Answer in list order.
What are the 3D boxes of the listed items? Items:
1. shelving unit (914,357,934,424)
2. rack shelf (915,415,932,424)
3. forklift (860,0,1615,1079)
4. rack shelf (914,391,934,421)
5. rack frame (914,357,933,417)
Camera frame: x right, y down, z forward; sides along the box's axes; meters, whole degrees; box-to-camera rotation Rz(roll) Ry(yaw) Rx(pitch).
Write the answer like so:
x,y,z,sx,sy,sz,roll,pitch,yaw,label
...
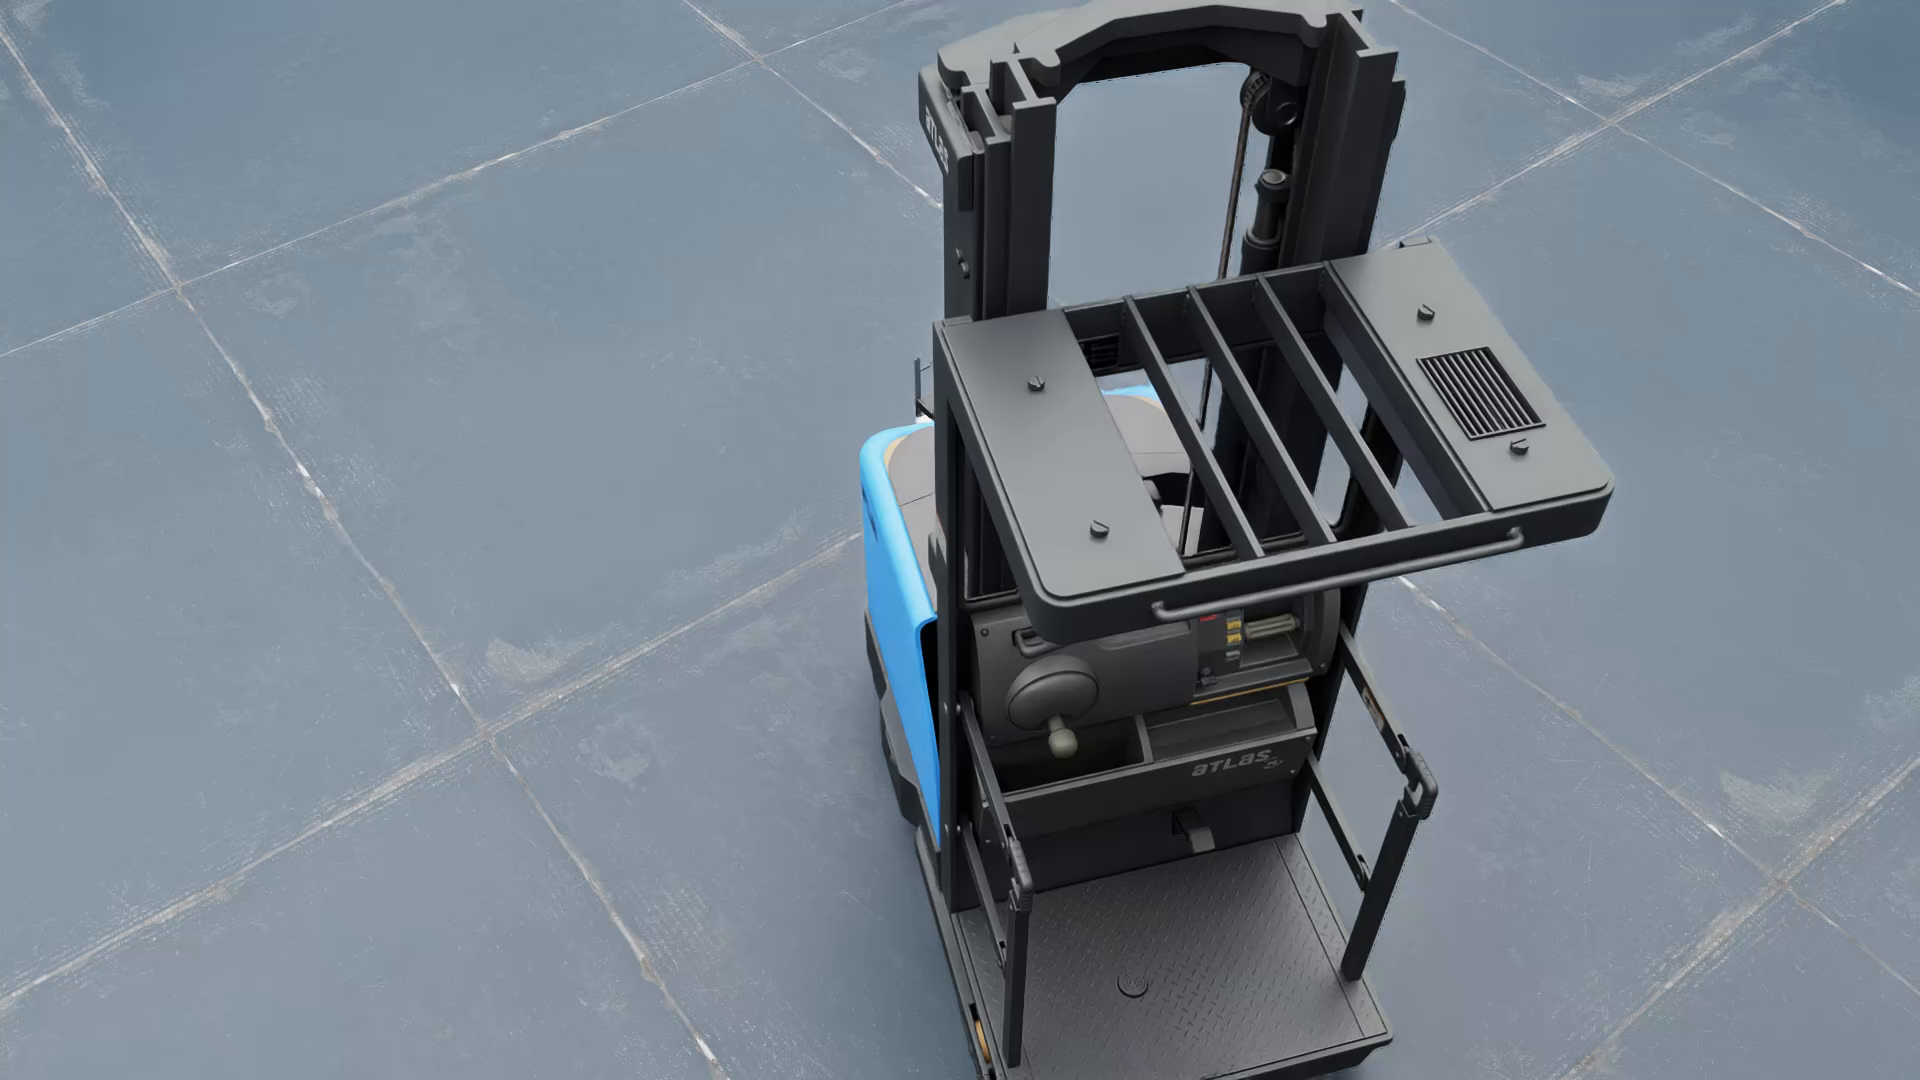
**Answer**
x,y,z,sx,sy,sz,roll,pitch,yaw,label
0.005,-0.297,5.912,0.258,0.900,0.210,-29,54,-24,shelving unit
0.005,-0.396,5.804,0.258,0.077,0.200,-29,54,-24,rack shelf
0.547,0.375,3.932,1.130,2.935,3.031,-11,49,-10,forklift
0.005,-0.456,5.737,0.258,0.077,0.200,-29,54,-24,rack shelf
-0.057,-0.357,5.967,0.240,0.900,0.006,-29,54,-24,rack frame
